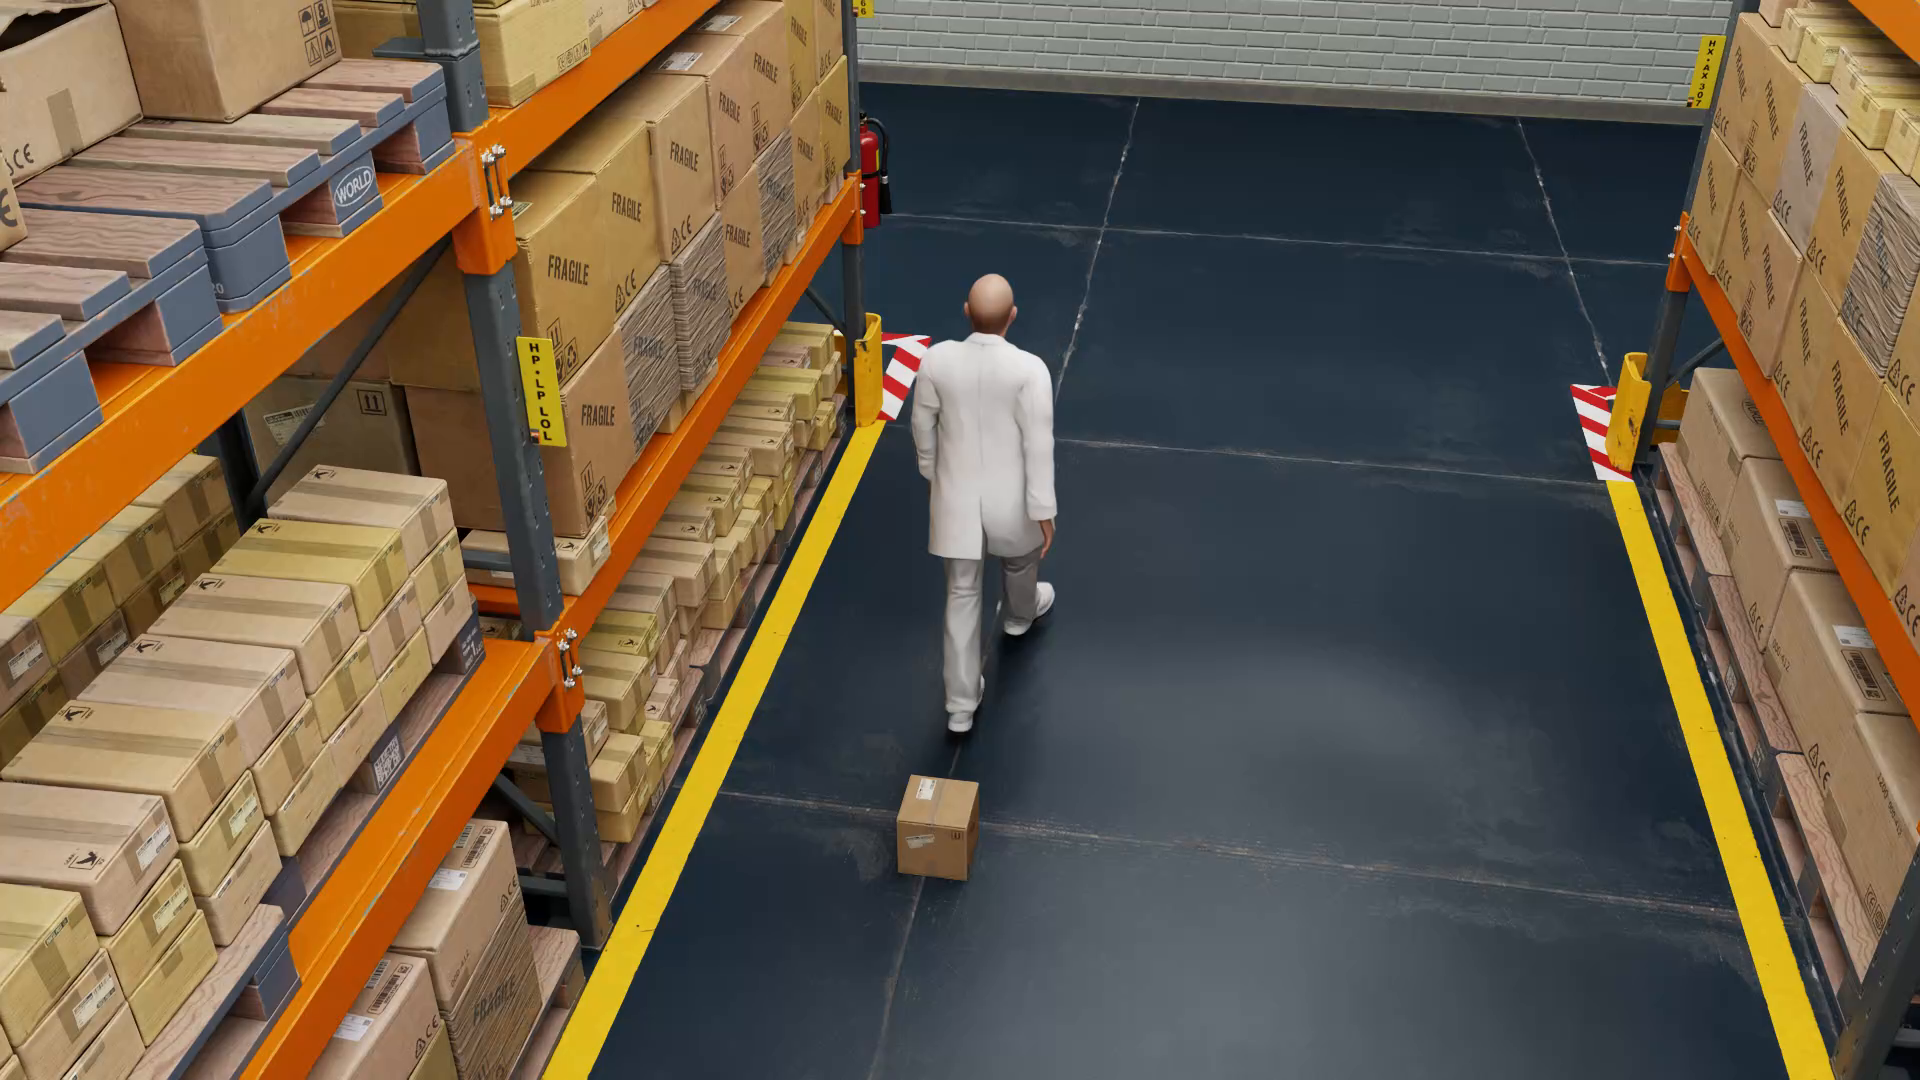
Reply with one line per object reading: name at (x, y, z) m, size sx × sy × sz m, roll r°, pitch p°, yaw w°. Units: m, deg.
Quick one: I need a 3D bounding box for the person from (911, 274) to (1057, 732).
person at (0.110, -0.225, 6.494) m, size 0.609 × 1.716 × 1.077 m, roll 6°, pitch 32°, yaw 10°
